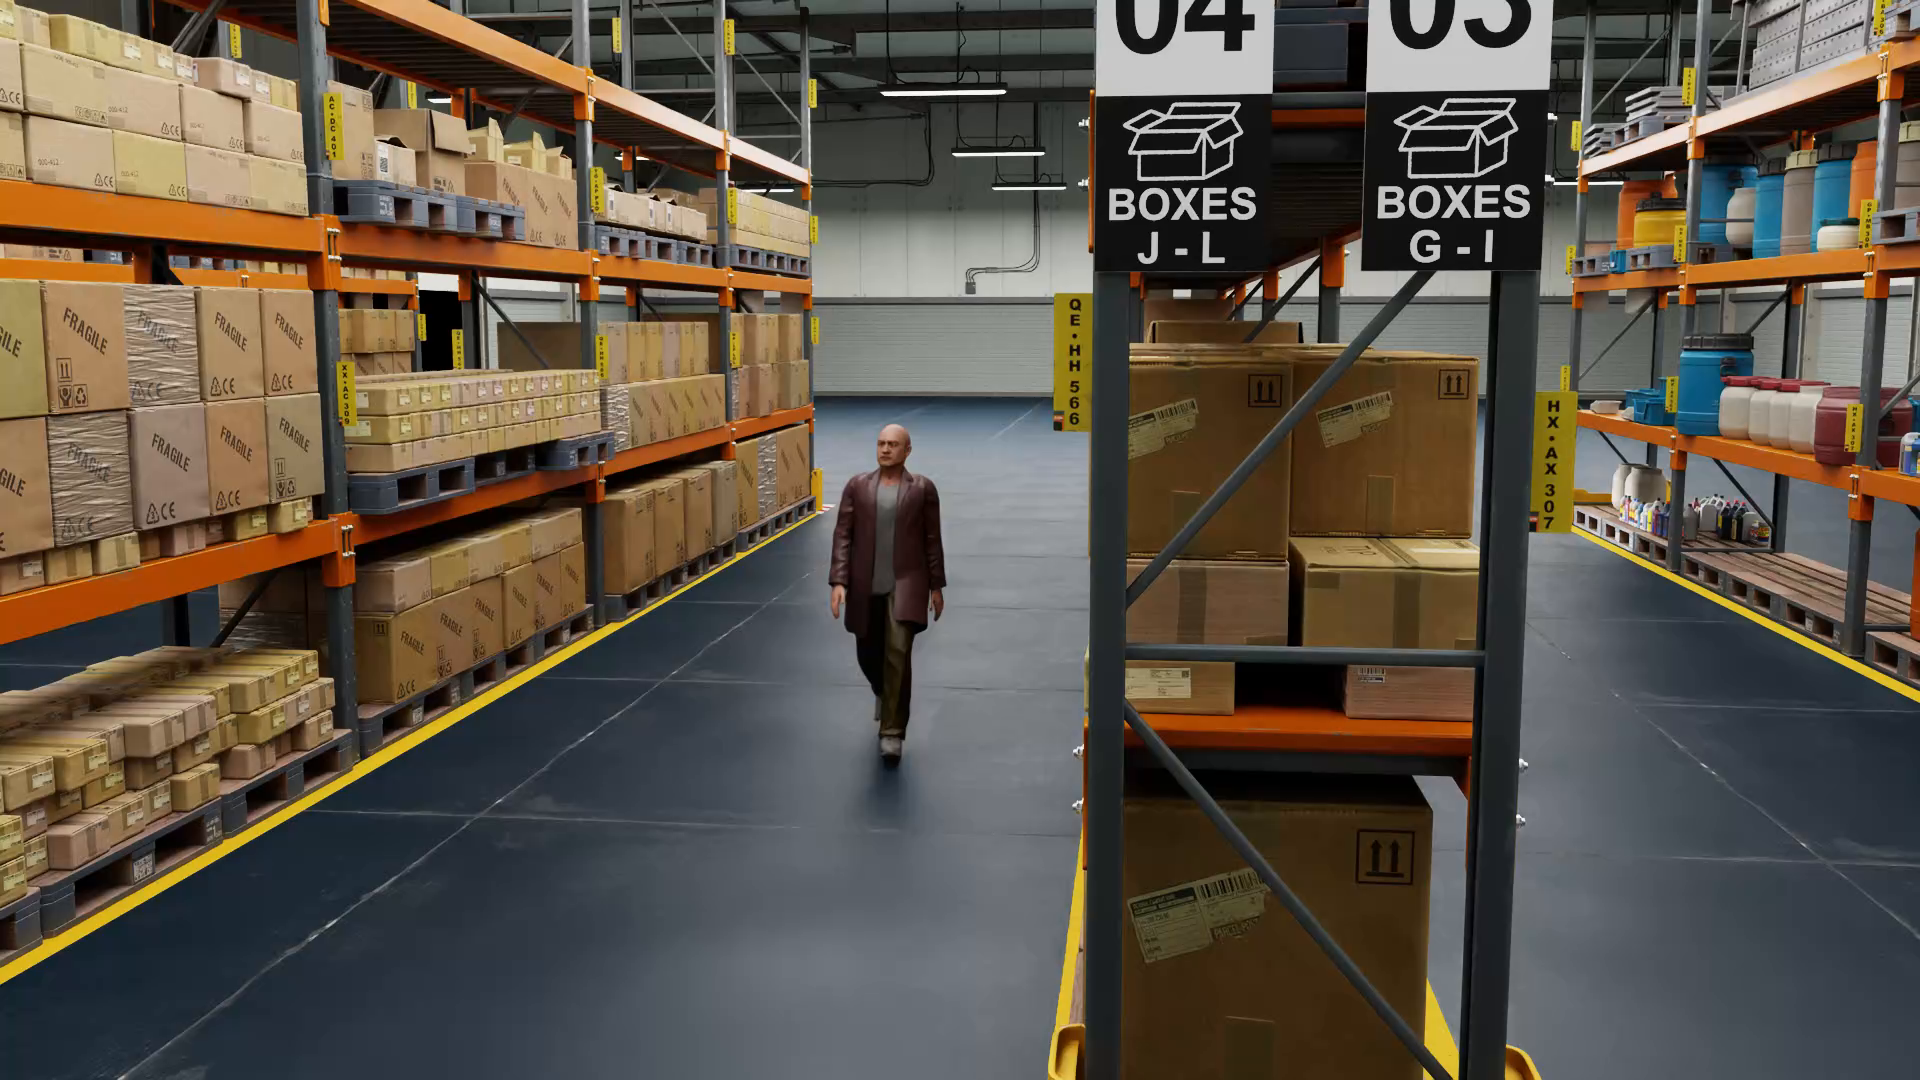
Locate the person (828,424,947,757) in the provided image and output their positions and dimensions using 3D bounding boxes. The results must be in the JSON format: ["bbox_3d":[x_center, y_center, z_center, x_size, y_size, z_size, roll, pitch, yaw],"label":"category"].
[{"bbox_3d":[-0.392,0.241,9.002,0.613,1.731,1.072,1,8,10],"label":"person"}]
